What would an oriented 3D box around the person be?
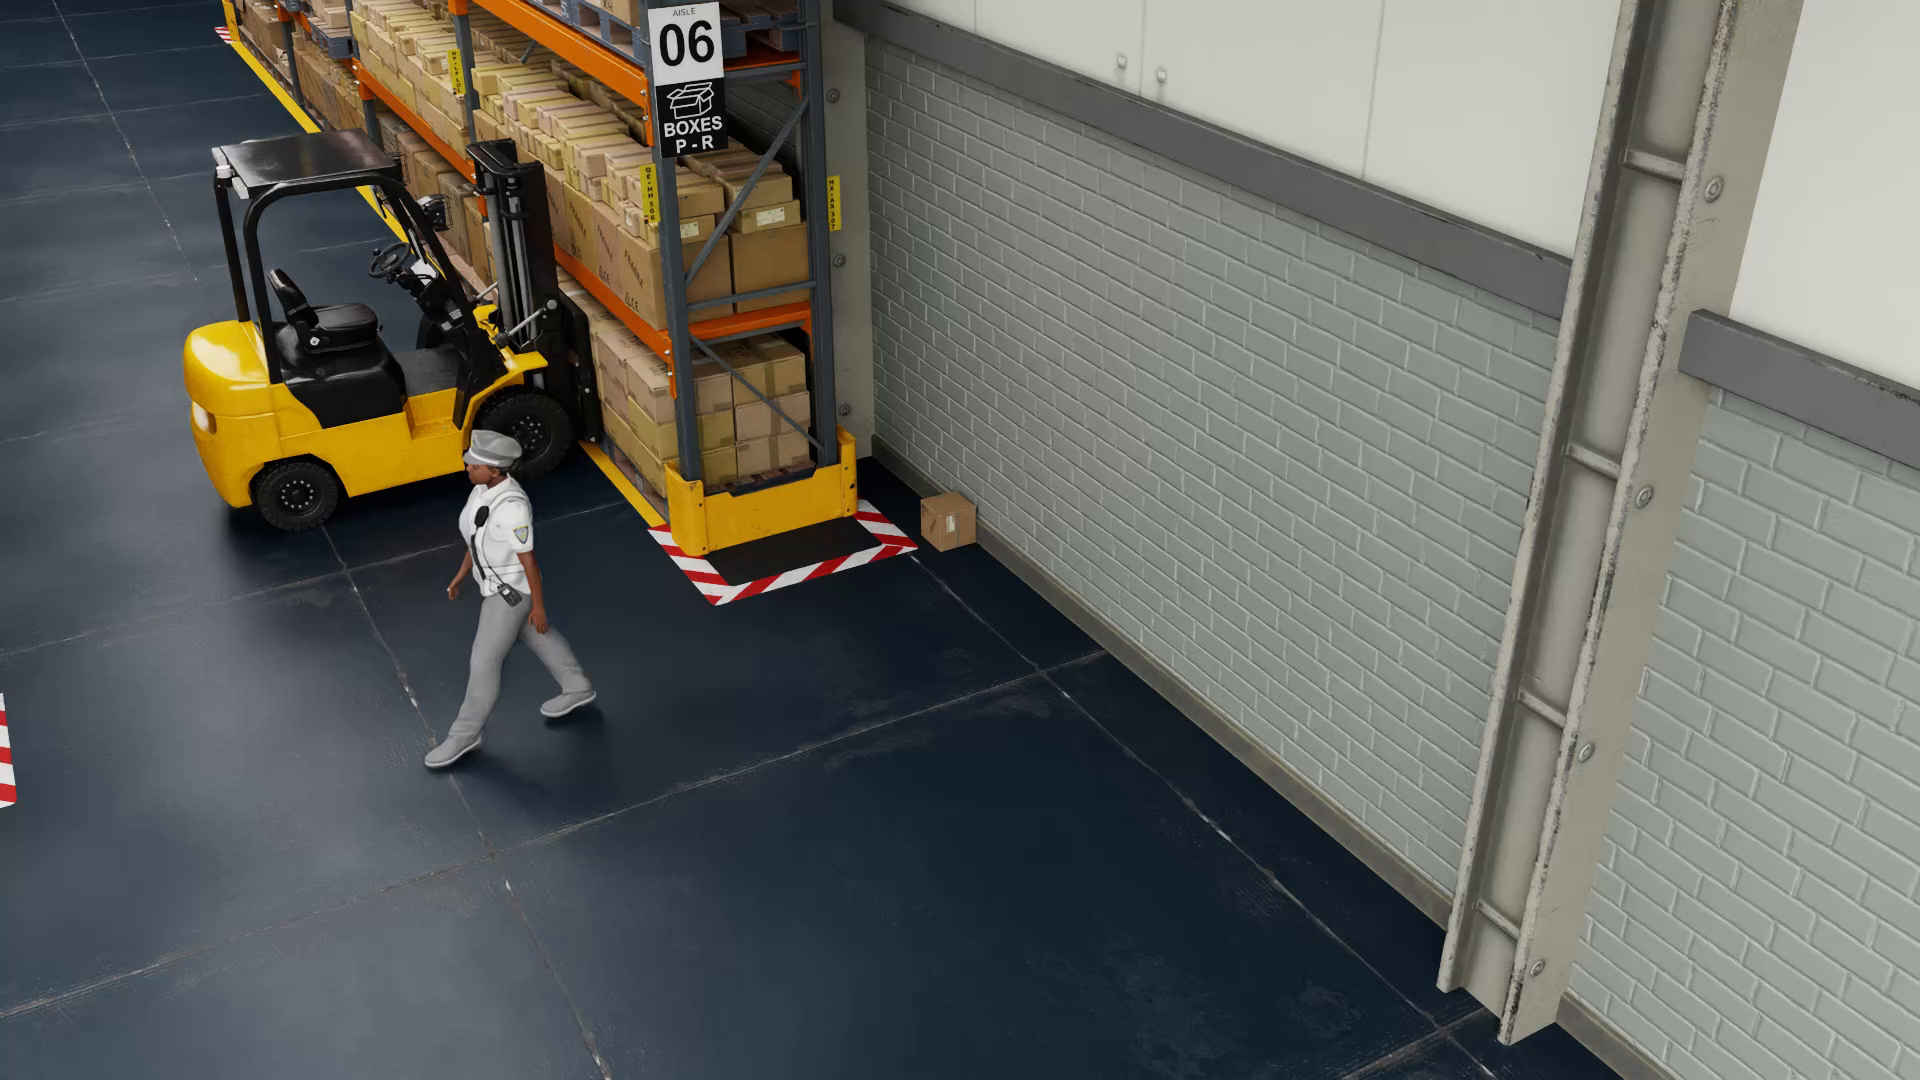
[{"bbox_3d":[-2.293,0.231,8.089,0.911,1.651,0.483,-13,32,-22],"label":"person"}]
